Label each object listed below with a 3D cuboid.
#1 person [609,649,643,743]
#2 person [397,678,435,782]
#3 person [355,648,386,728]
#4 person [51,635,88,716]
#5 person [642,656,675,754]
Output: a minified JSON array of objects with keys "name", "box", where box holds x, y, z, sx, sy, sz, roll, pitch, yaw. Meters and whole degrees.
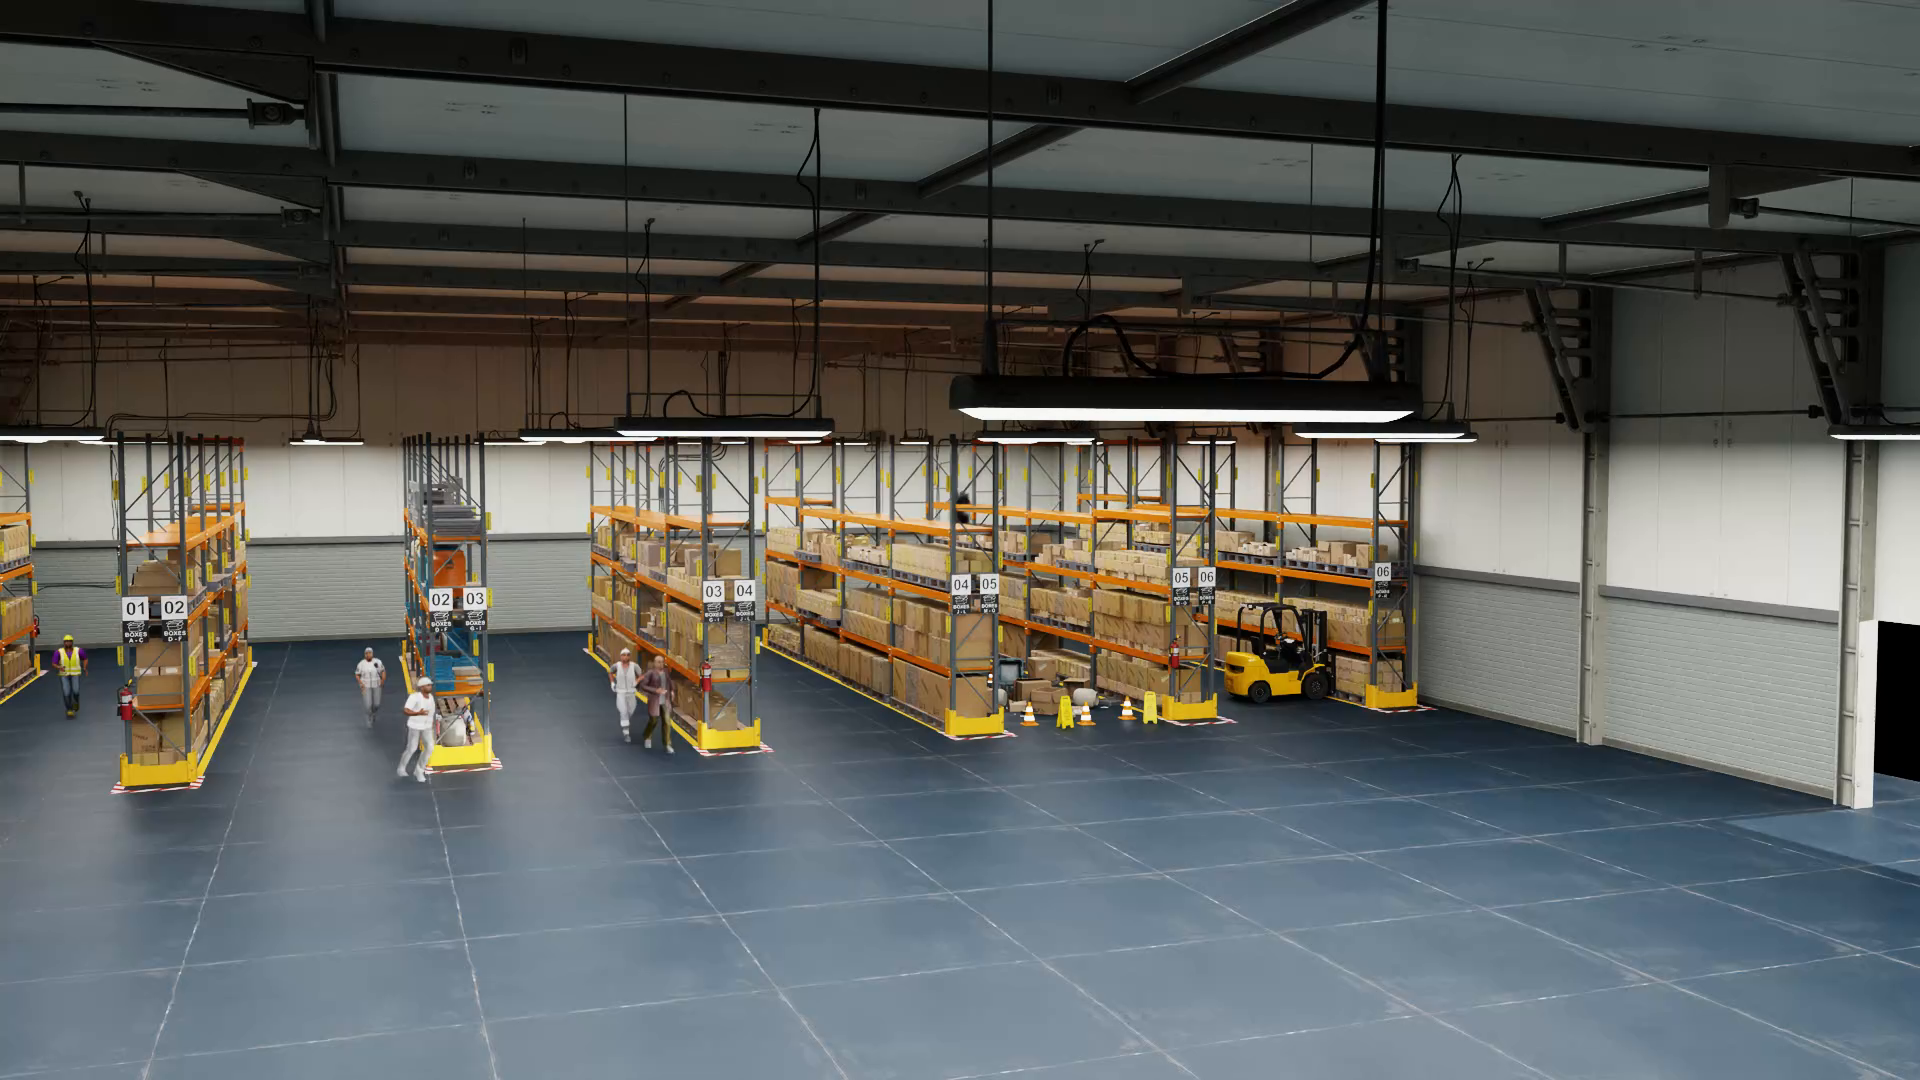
[{"name":"person","box":[-6.565,3.029,32.756,0.626,1.801,1.142,-1,3,-22]},{"name":"person","box":[-9.303,3.268,28.741,0.712,1.782,0.703,2,4,37]},{"name":"person","box":[-12.096,3.024,34.142,0.593,1.634,0.525,-1,3,-22]},{"name":"person","box":[-18.974,2.890,35.463,0.692,1.724,0.582,-2,4,-29]},{"name":"person","box":[-5.698,3.087,31.403,0.737,1.819,0.929,-3,4,-39]}]
